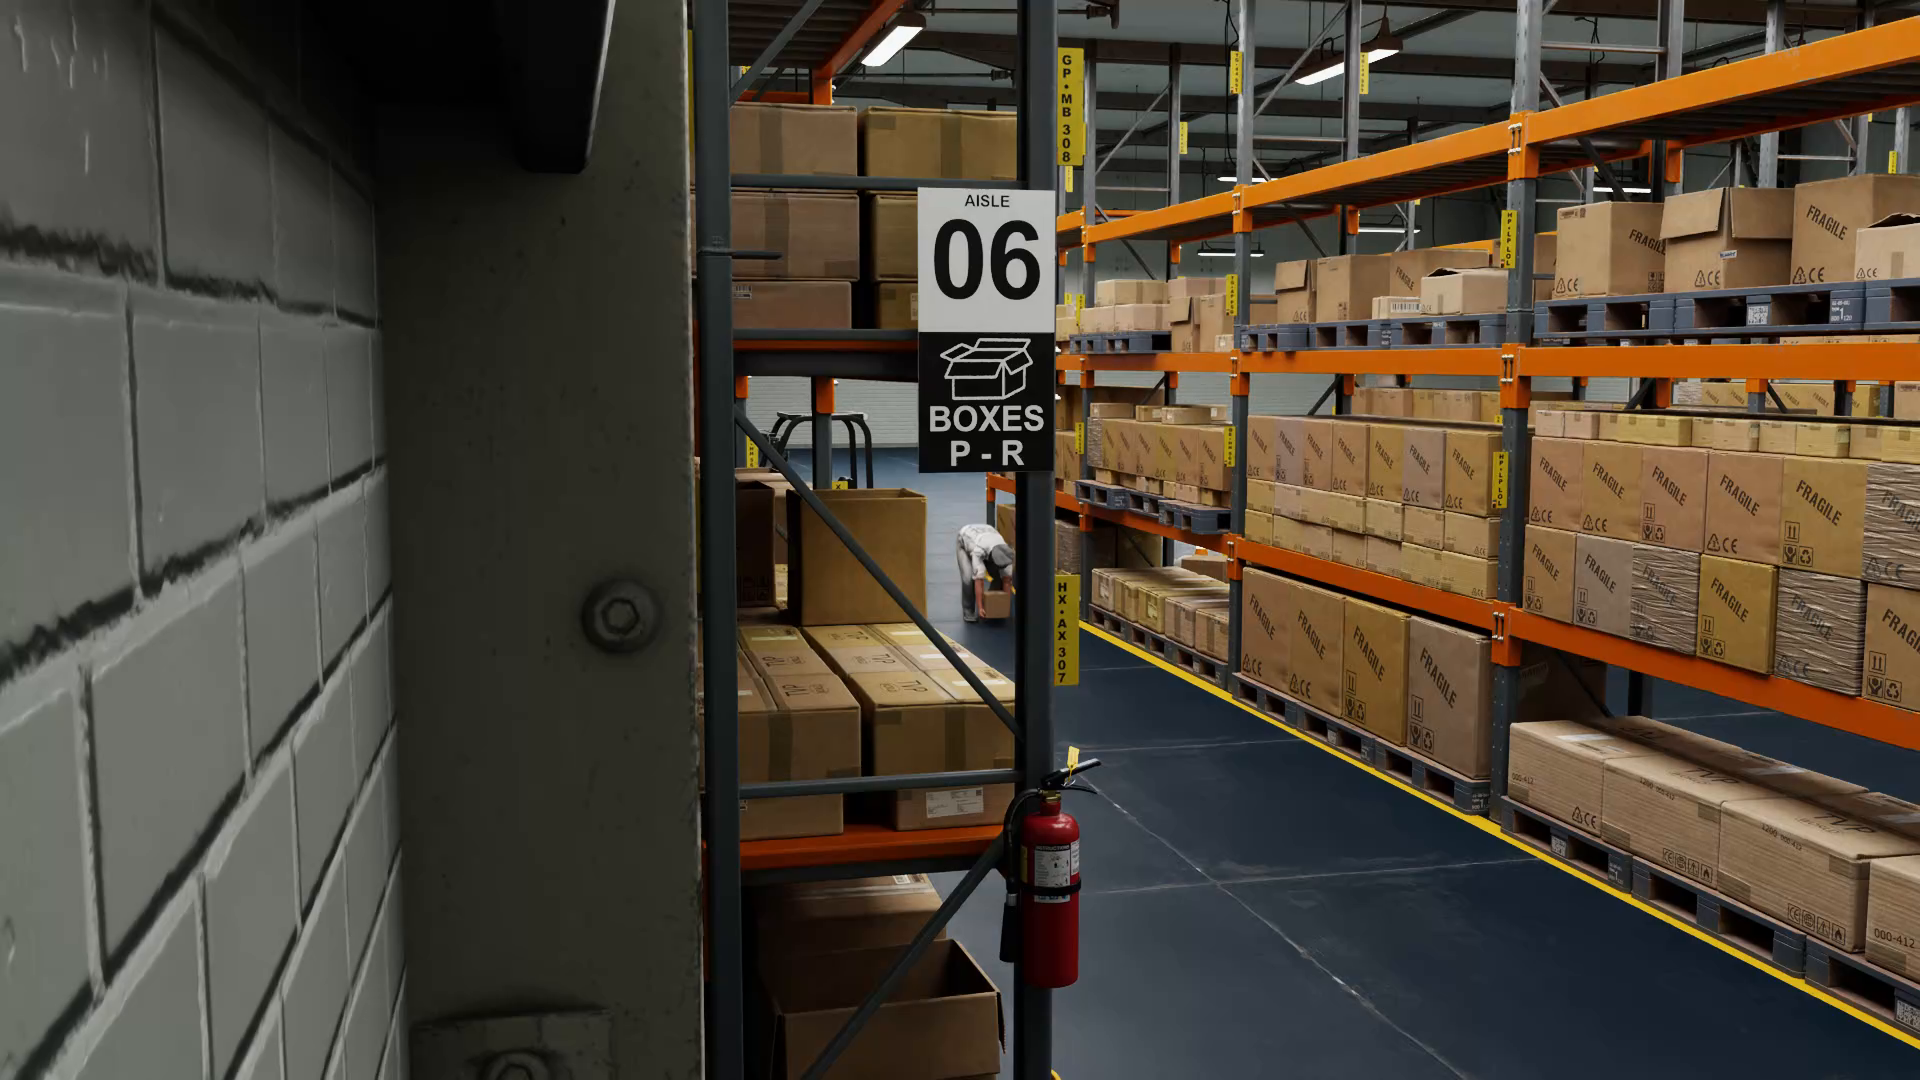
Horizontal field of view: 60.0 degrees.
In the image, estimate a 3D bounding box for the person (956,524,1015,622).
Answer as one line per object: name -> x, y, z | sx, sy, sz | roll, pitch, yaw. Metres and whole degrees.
person -> 0.289, 0.361, 17.454 | 0.522, 1.020, 1.030 | -2, 6, -20
